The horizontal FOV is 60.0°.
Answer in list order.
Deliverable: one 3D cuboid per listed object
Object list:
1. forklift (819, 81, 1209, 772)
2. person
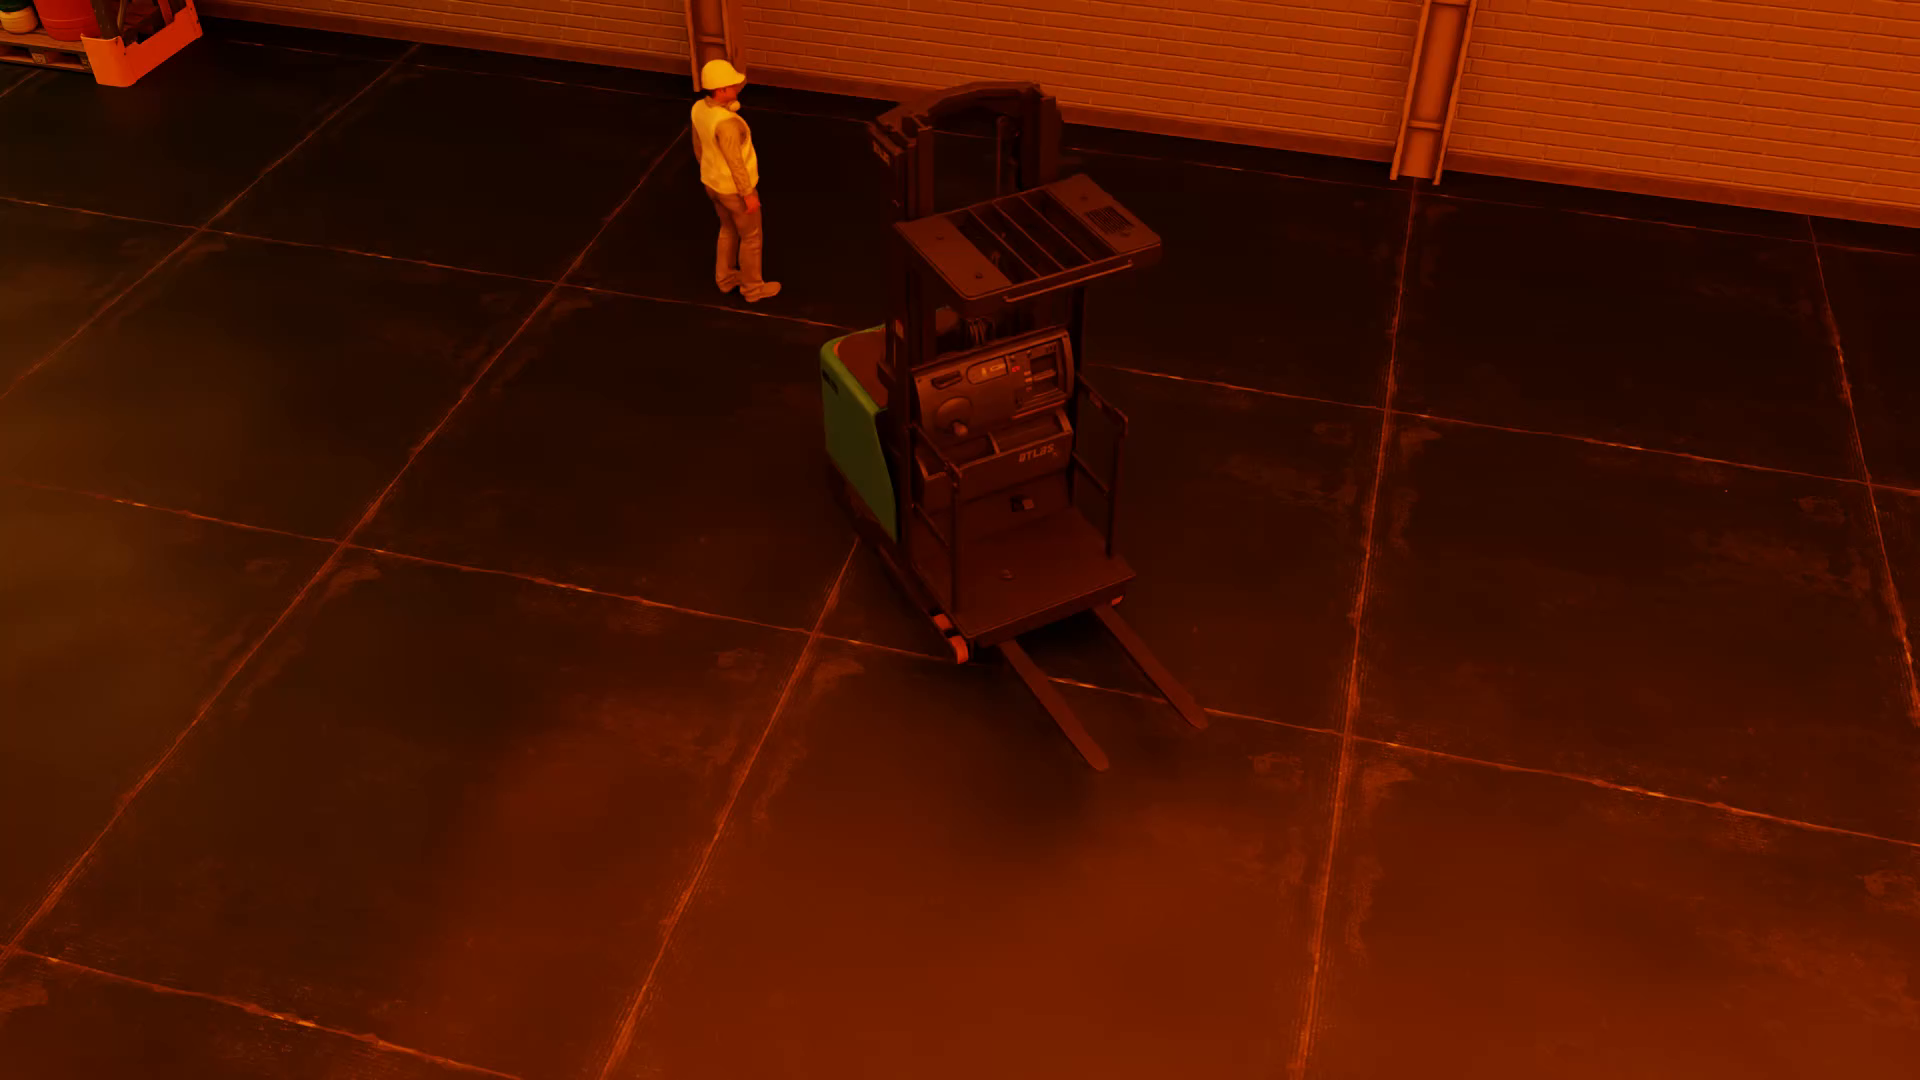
[{"bbox_3d":[0.291,-0.748,8.715,1.130,2.935,3.031,-19,45,-21],"label":"forklift"},{"bbox_3d":[-1.569,-2.505,11.599,0.411,1.775,0.632,-28,49,-28],"label":"person"}]
